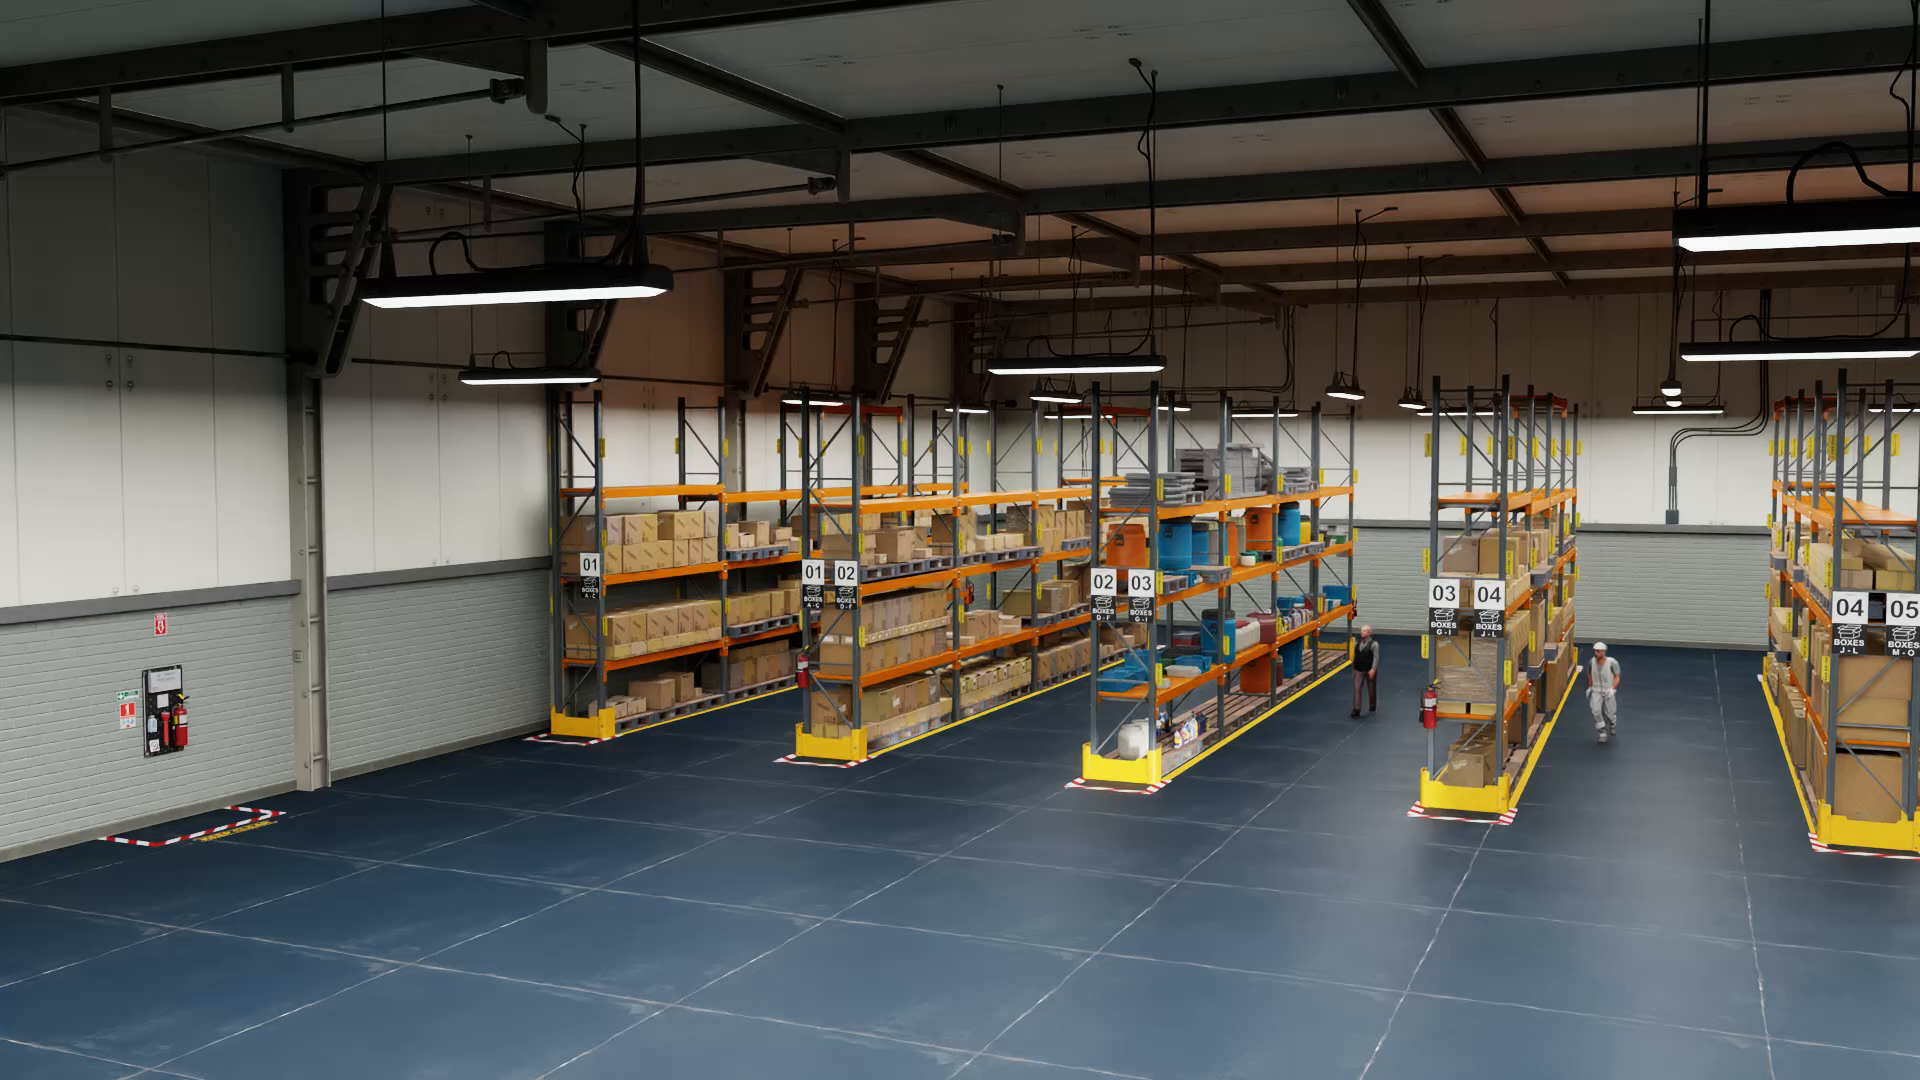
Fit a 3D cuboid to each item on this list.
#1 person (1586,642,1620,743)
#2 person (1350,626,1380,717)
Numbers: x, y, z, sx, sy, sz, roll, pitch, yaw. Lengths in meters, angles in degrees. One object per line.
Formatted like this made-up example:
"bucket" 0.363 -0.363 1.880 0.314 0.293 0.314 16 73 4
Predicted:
"person" 11.020 2.585 28.496 0.581 1.690 0.784 2 4 34
"person" 7.574 2.442 31.028 0.531 1.663 1.074 2 4 26
